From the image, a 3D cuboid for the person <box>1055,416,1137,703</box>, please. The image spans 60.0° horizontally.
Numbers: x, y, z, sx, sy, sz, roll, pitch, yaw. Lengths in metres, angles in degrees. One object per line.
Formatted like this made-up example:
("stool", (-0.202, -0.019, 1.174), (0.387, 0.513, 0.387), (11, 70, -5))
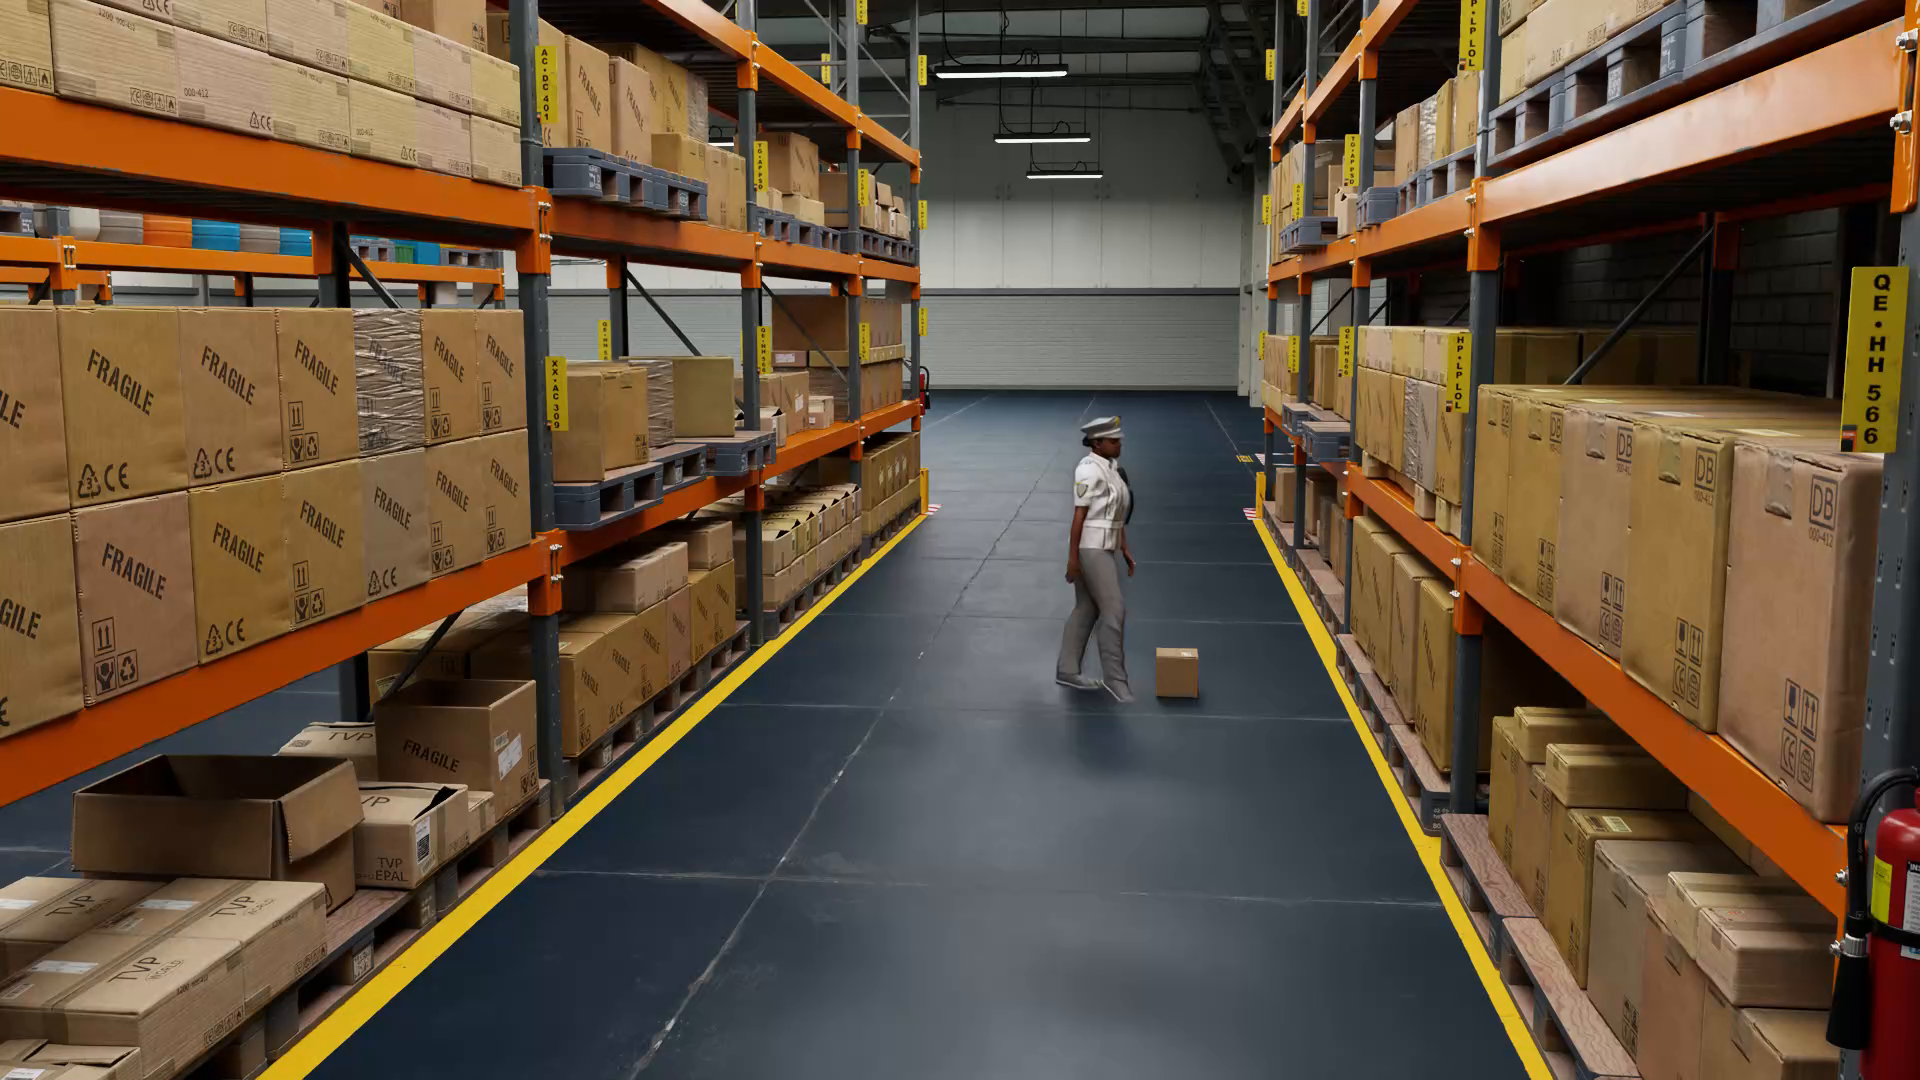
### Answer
("person", (0.865, 0.120, 10.039), (0.580, 1.741, 0.495), (3, 8, 19))
